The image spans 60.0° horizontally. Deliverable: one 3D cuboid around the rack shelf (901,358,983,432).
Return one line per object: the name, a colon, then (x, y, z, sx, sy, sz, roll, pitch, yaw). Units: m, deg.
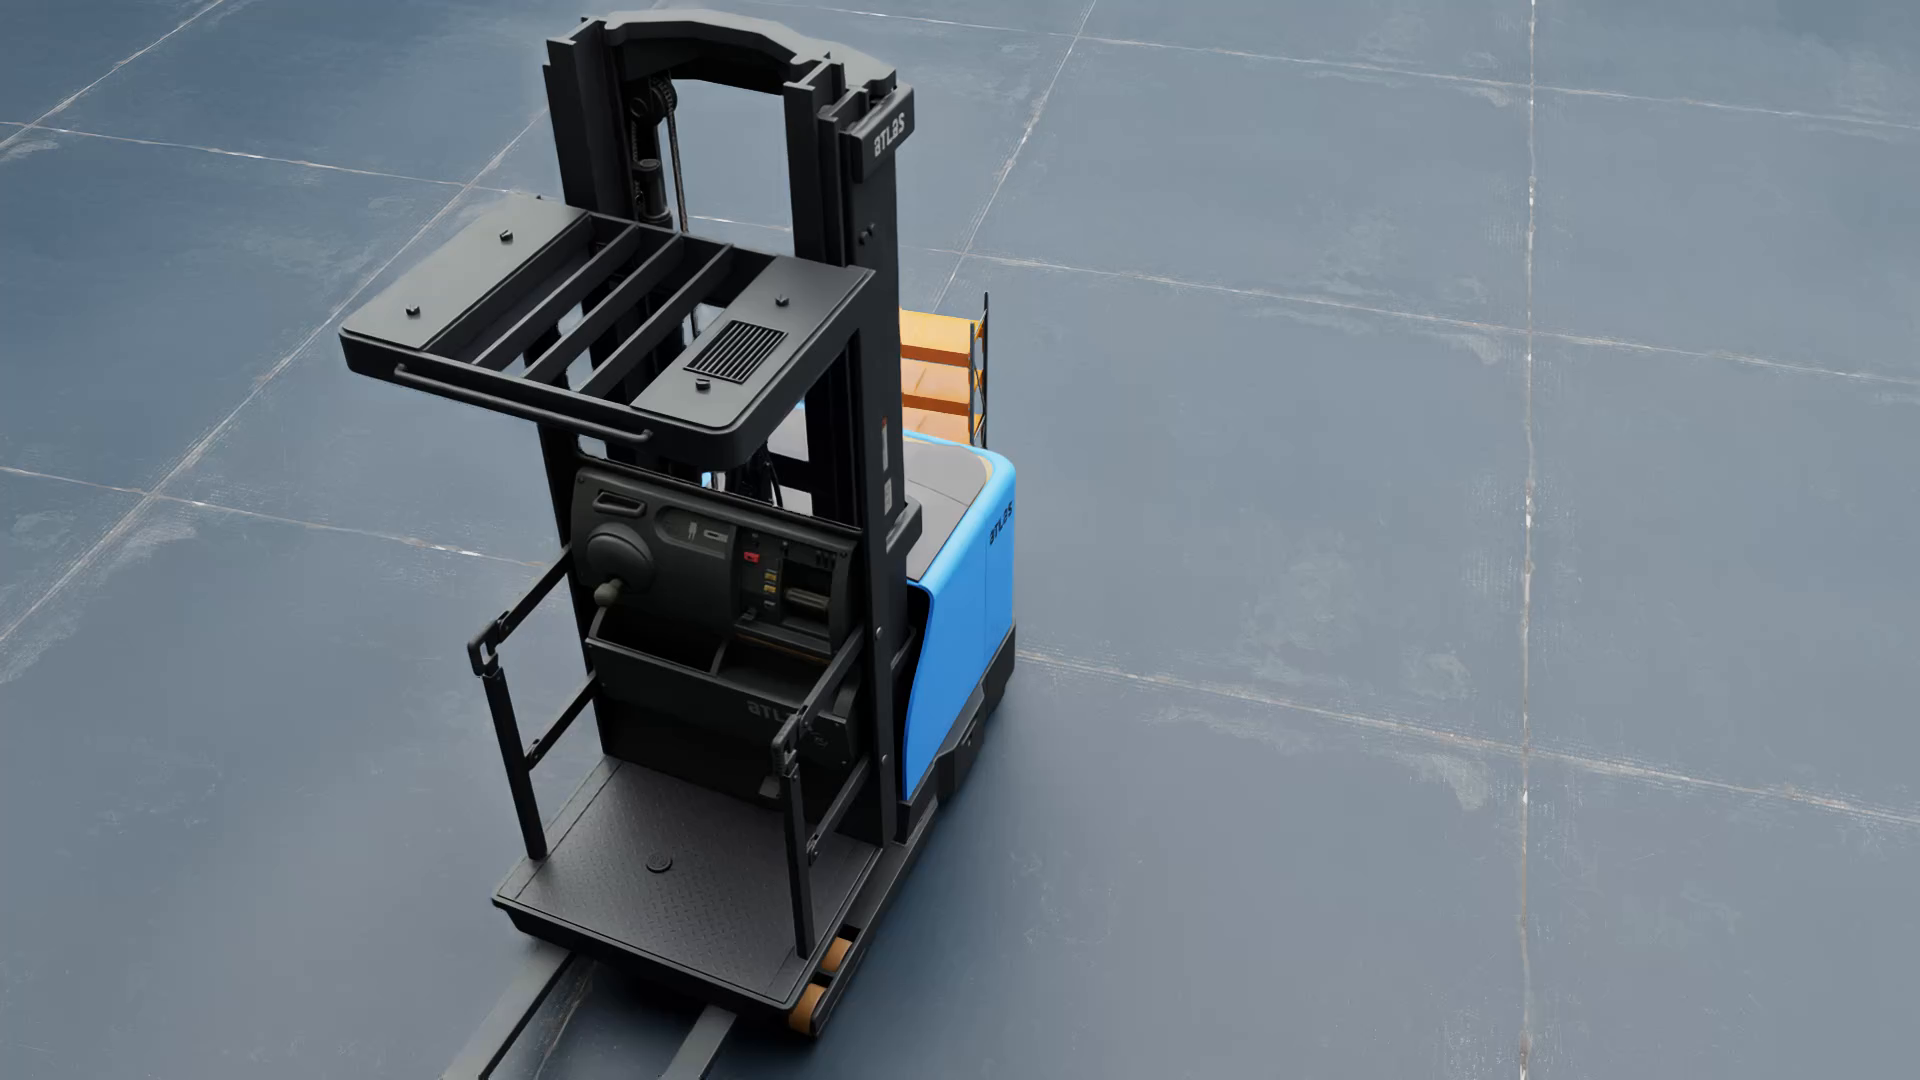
rack shelf: (-0.160, -0.607, 6.796, 0.480, 0.148, 0.258, 10, 41, 11)

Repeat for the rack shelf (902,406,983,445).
rack shelf: (-0.160, -0.435, 6.940, 0.480, 0.148, 0.258, 10, 41, 11)

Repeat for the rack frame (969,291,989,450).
rack frame: (0.076, -0.446, 6.849, 0.015, 1.200, 0.240, 10, 41, 11)

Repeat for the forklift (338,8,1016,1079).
forklift: (-0.829, 0.152, 4.790, 1.130, 2.935, 3.031, 15, 42, 17)

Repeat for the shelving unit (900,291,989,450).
shelving unit: (-0.160, -0.487, 6.897, 0.503, 1.200, 0.258, 10, 41, 11)

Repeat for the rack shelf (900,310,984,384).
rack shelf: (-0.160, -0.788, 6.644, 0.480, 0.148, 0.258, 10, 41, 11)
